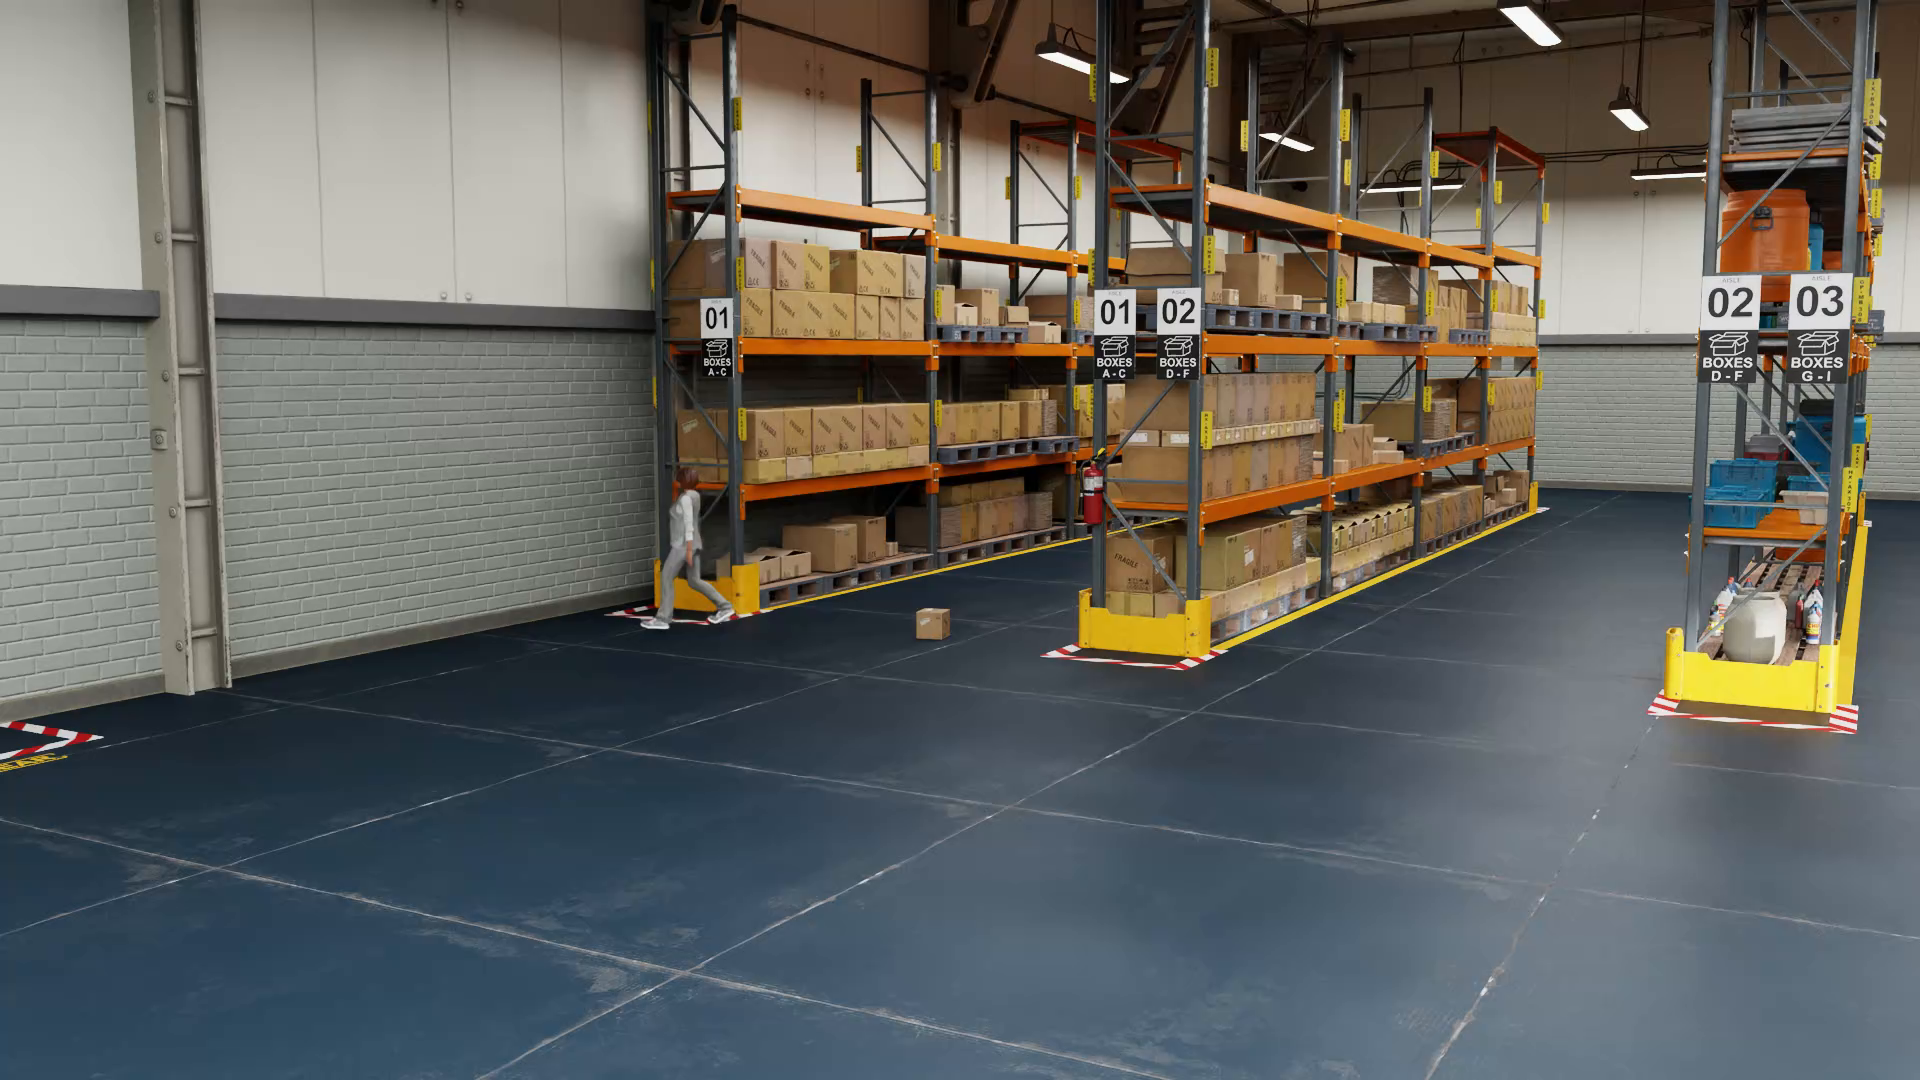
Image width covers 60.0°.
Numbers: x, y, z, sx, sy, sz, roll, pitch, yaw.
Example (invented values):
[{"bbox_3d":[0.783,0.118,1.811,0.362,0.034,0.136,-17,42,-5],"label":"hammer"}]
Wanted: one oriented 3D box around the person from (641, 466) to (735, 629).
[{"bbox_3d":[-2.599,0.070,15.862,0.888,1.551,0.447,1,6,7],"label":"person"}]
